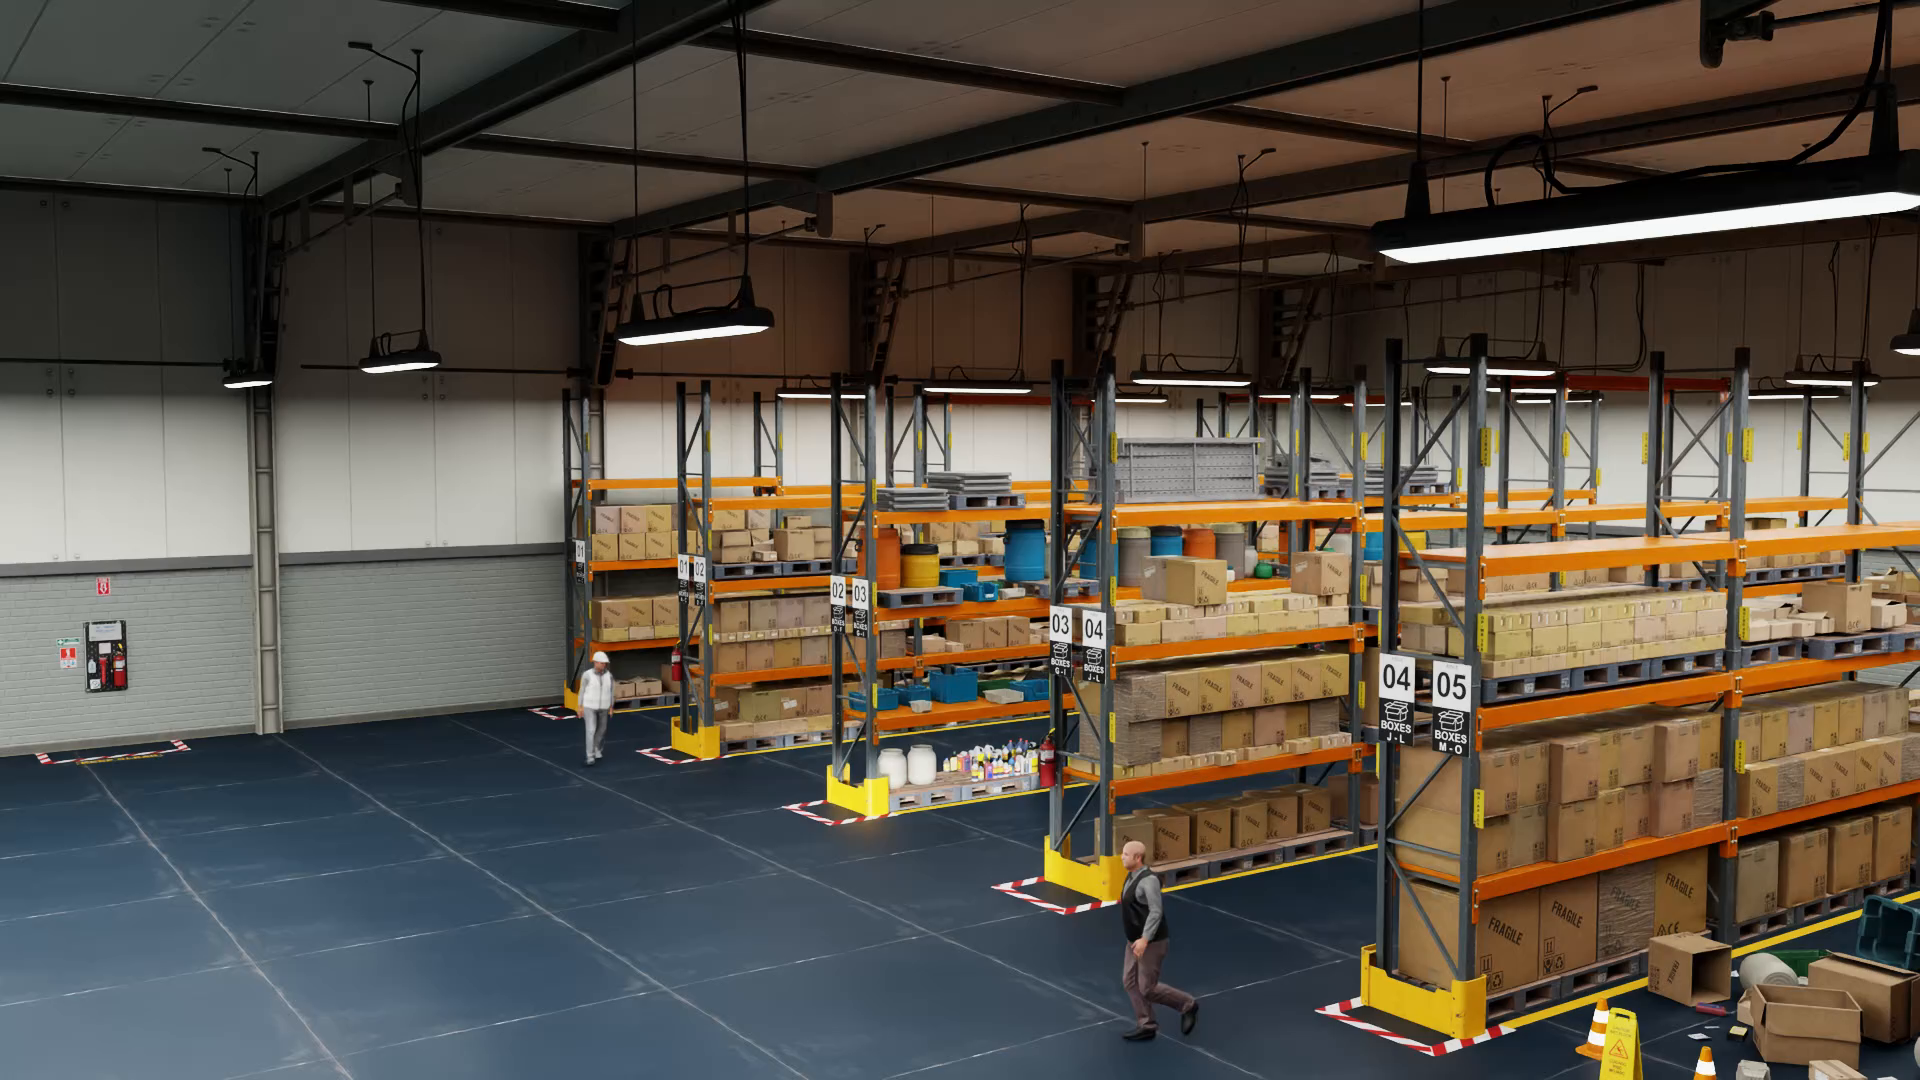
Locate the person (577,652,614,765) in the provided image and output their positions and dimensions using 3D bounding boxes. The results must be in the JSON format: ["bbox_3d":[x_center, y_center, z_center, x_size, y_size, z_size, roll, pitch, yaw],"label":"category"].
[{"bbox_3d":[-5.714,2.626,26.165,0.585,1.750,0.843,-2,4,-32],"label":"person"}]

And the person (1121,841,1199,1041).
[{"bbox_3d":[1.696,3.409,14.228,0.656,1.695,0.598,-1,4,-15],"label":"person"}]
